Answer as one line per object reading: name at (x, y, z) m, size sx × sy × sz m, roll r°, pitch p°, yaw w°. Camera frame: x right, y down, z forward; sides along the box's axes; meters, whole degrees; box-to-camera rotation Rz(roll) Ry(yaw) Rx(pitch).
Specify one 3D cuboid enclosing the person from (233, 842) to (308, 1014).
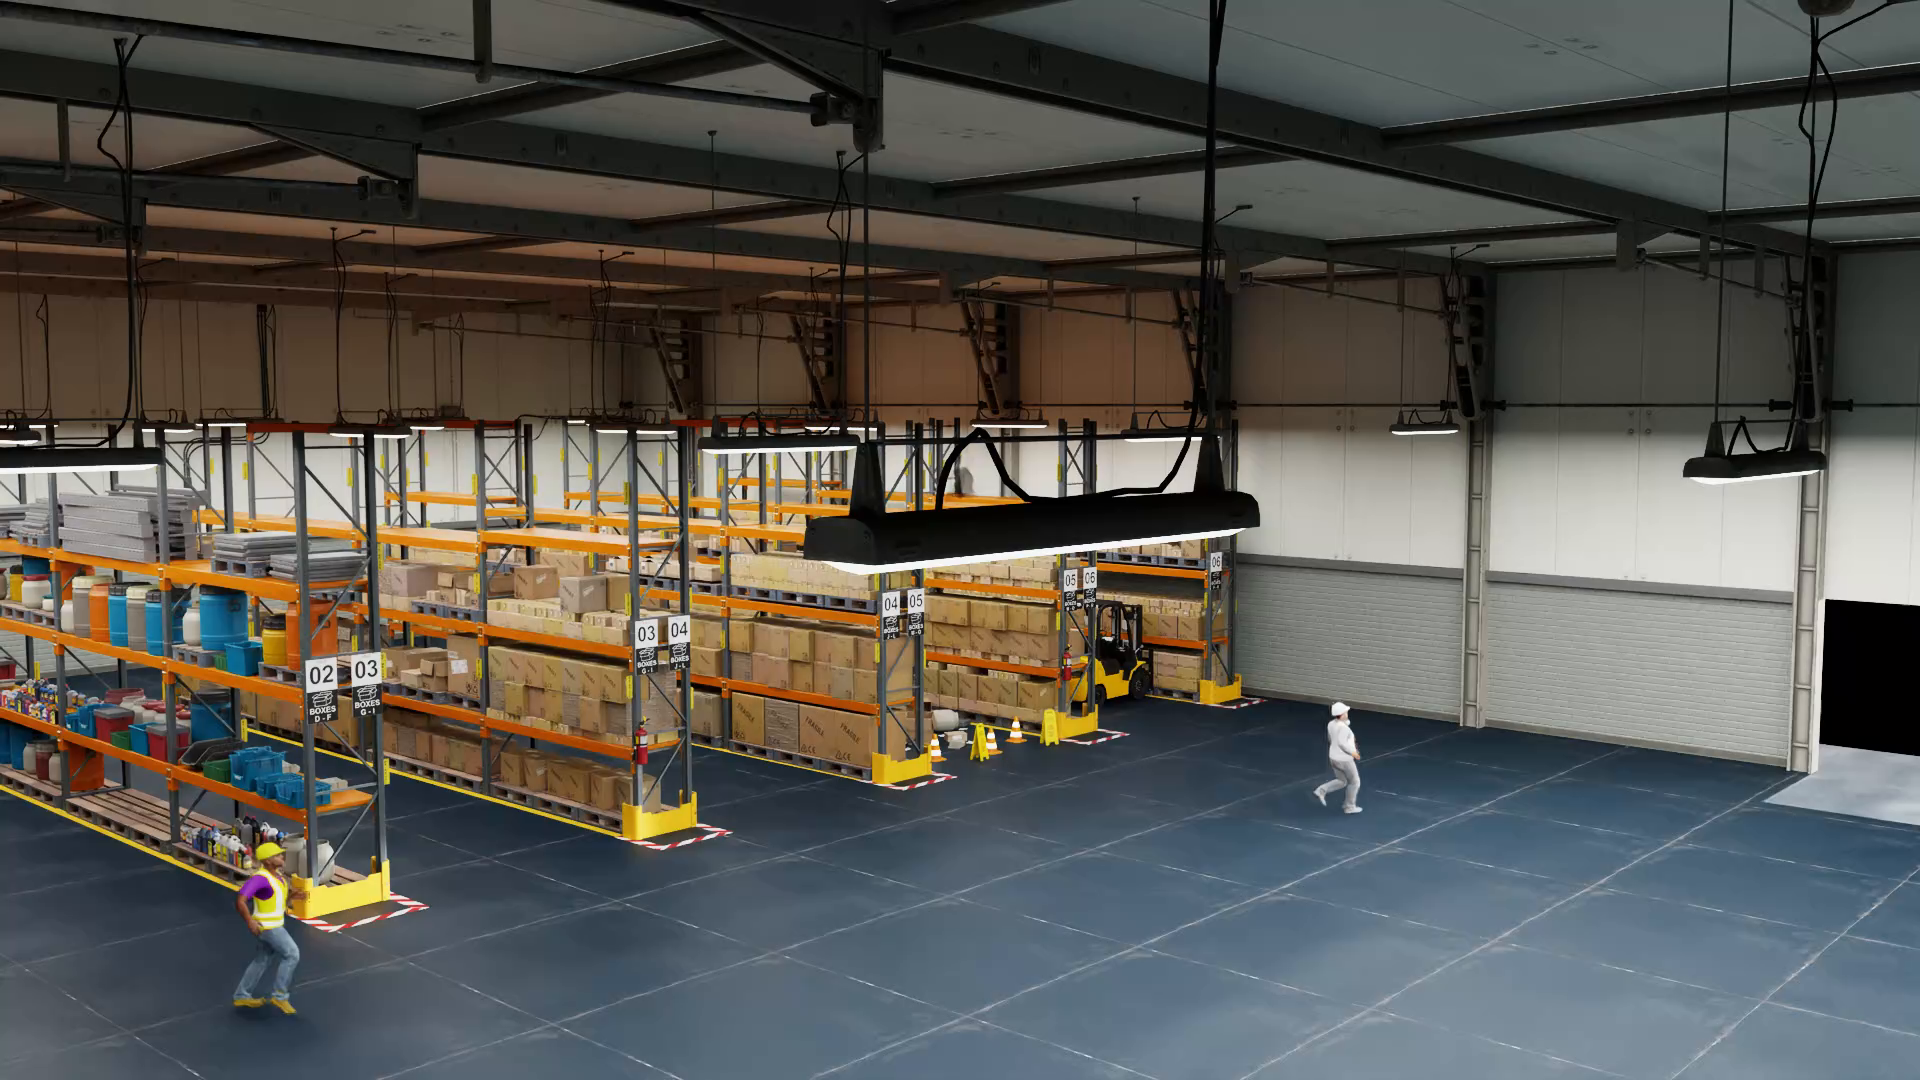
person at (-7.193, 4.048, 17.332) m, size 0.761 × 1.821 × 0.679 m, roll -2°, pitch 5°, yaw -21°

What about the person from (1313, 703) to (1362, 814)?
person at (5.869, 3.369, 25.674) m, size 0.754 × 1.732 × 0.666 m, roll -1°, pitch 5°, yaw -12°
